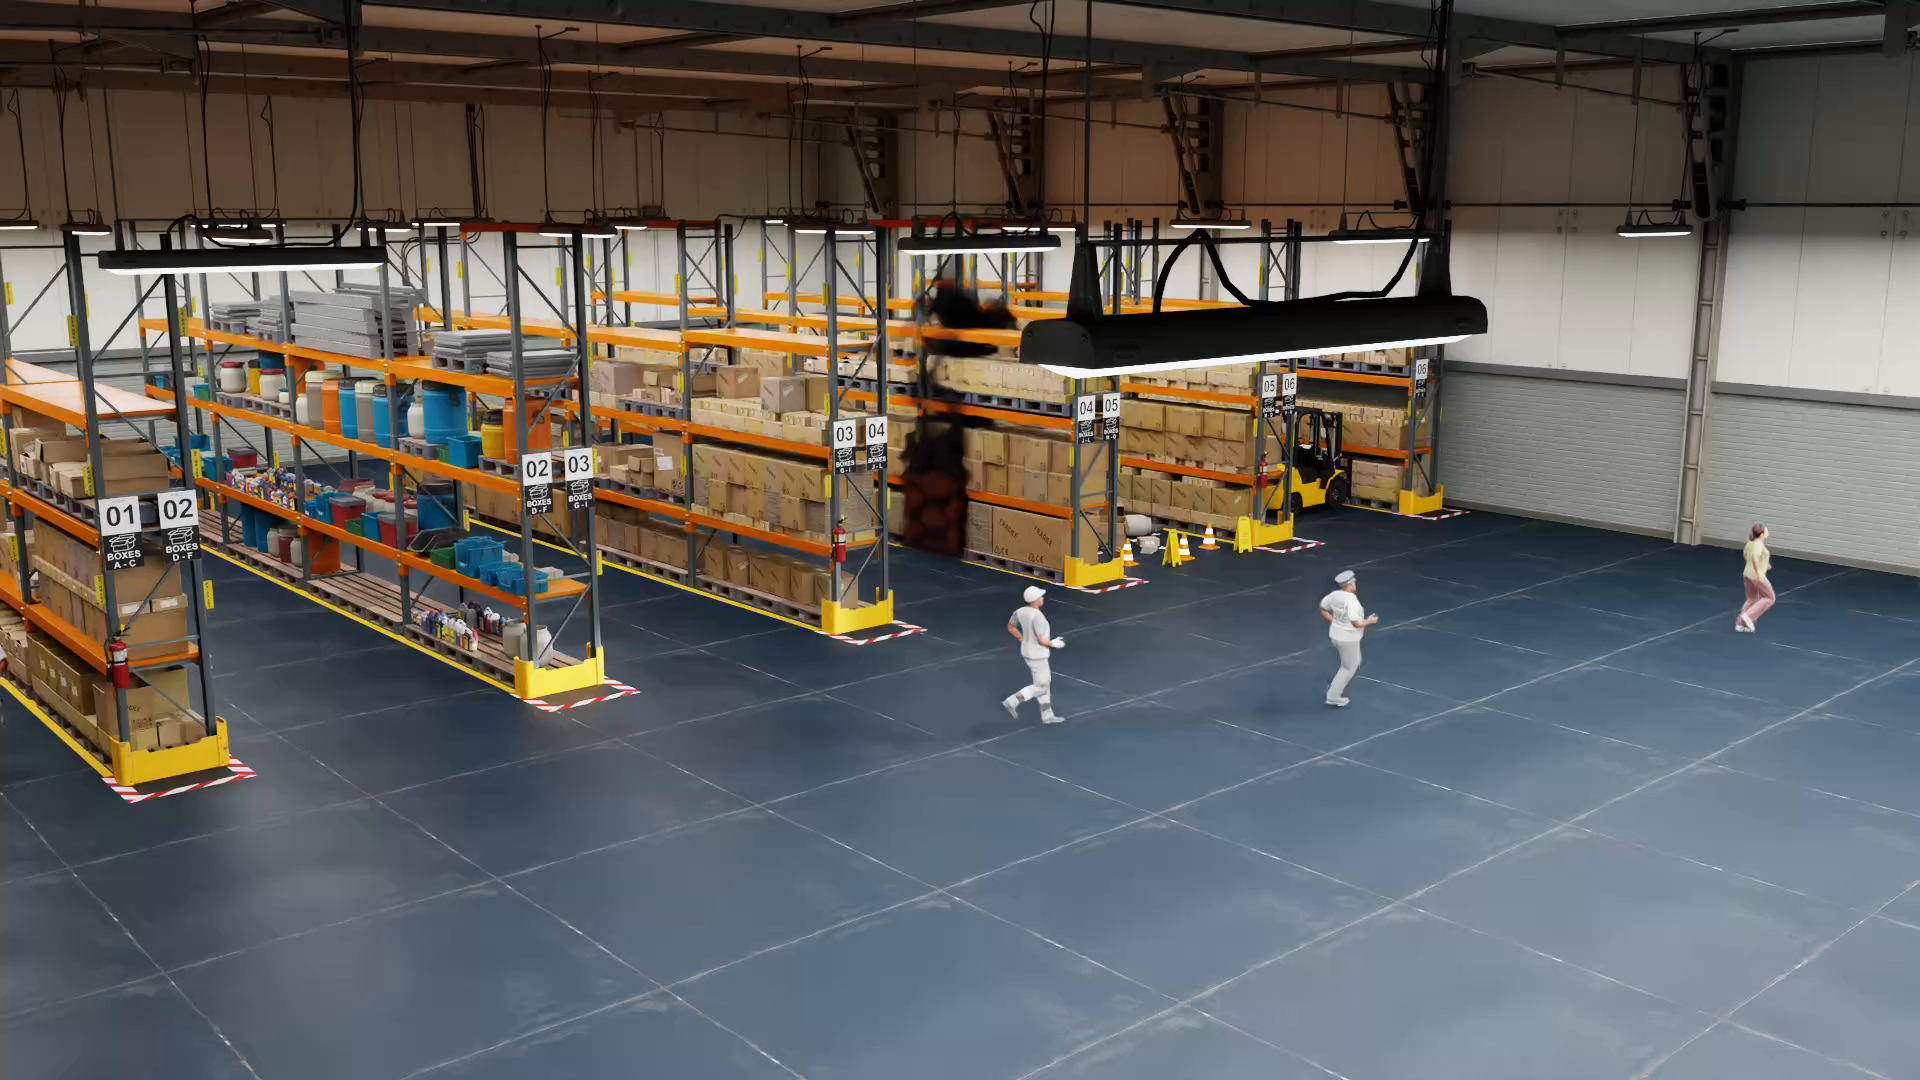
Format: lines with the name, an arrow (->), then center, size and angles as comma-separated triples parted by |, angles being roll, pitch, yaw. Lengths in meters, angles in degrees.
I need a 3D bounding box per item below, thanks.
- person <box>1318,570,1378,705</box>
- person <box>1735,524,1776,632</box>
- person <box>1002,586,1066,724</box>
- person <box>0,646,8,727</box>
person -> 4.982, 1.256, 21.240 | 0.651, 1.789, 0.645 | -3, 12, -15
person -> 11.940, 0.564, 24.910 | 0.549, 1.637, 0.587 | -1, 11, -5
person -> 0.887, 1.427, 20.331 | 0.888, 1.769, 0.655 | -5, 12, -23
person -> -11.227, 1.715, 18.993 | 0.846, 1.739, 0.714 | 11, 16, 42
